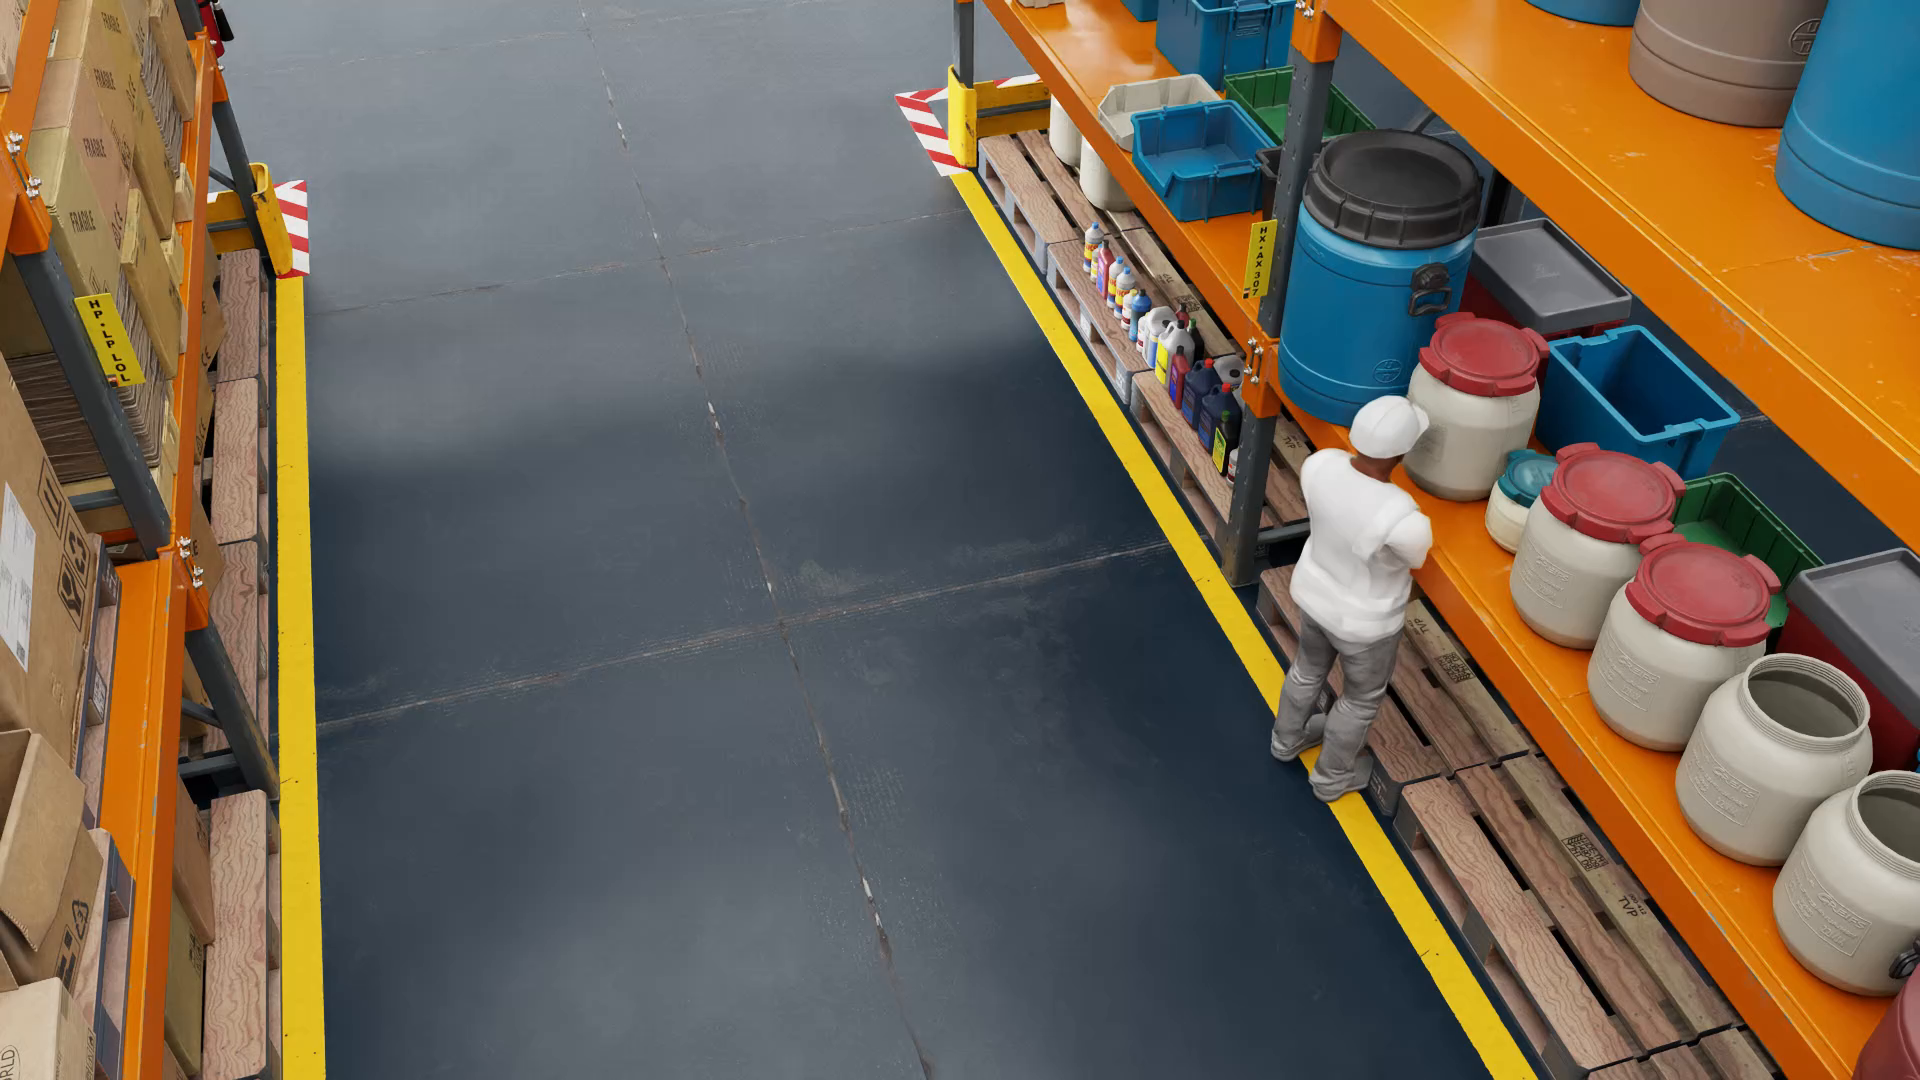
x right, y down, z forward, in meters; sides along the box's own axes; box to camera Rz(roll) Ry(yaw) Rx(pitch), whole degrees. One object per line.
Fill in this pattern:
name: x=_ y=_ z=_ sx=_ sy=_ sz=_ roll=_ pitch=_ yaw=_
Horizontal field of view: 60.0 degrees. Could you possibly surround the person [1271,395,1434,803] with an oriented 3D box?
person: x=1.463 y=0.179 z=5.944 sx=0.572 sy=1.763 sz=0.505 roll=-24 pitch=47 yaw=-24
